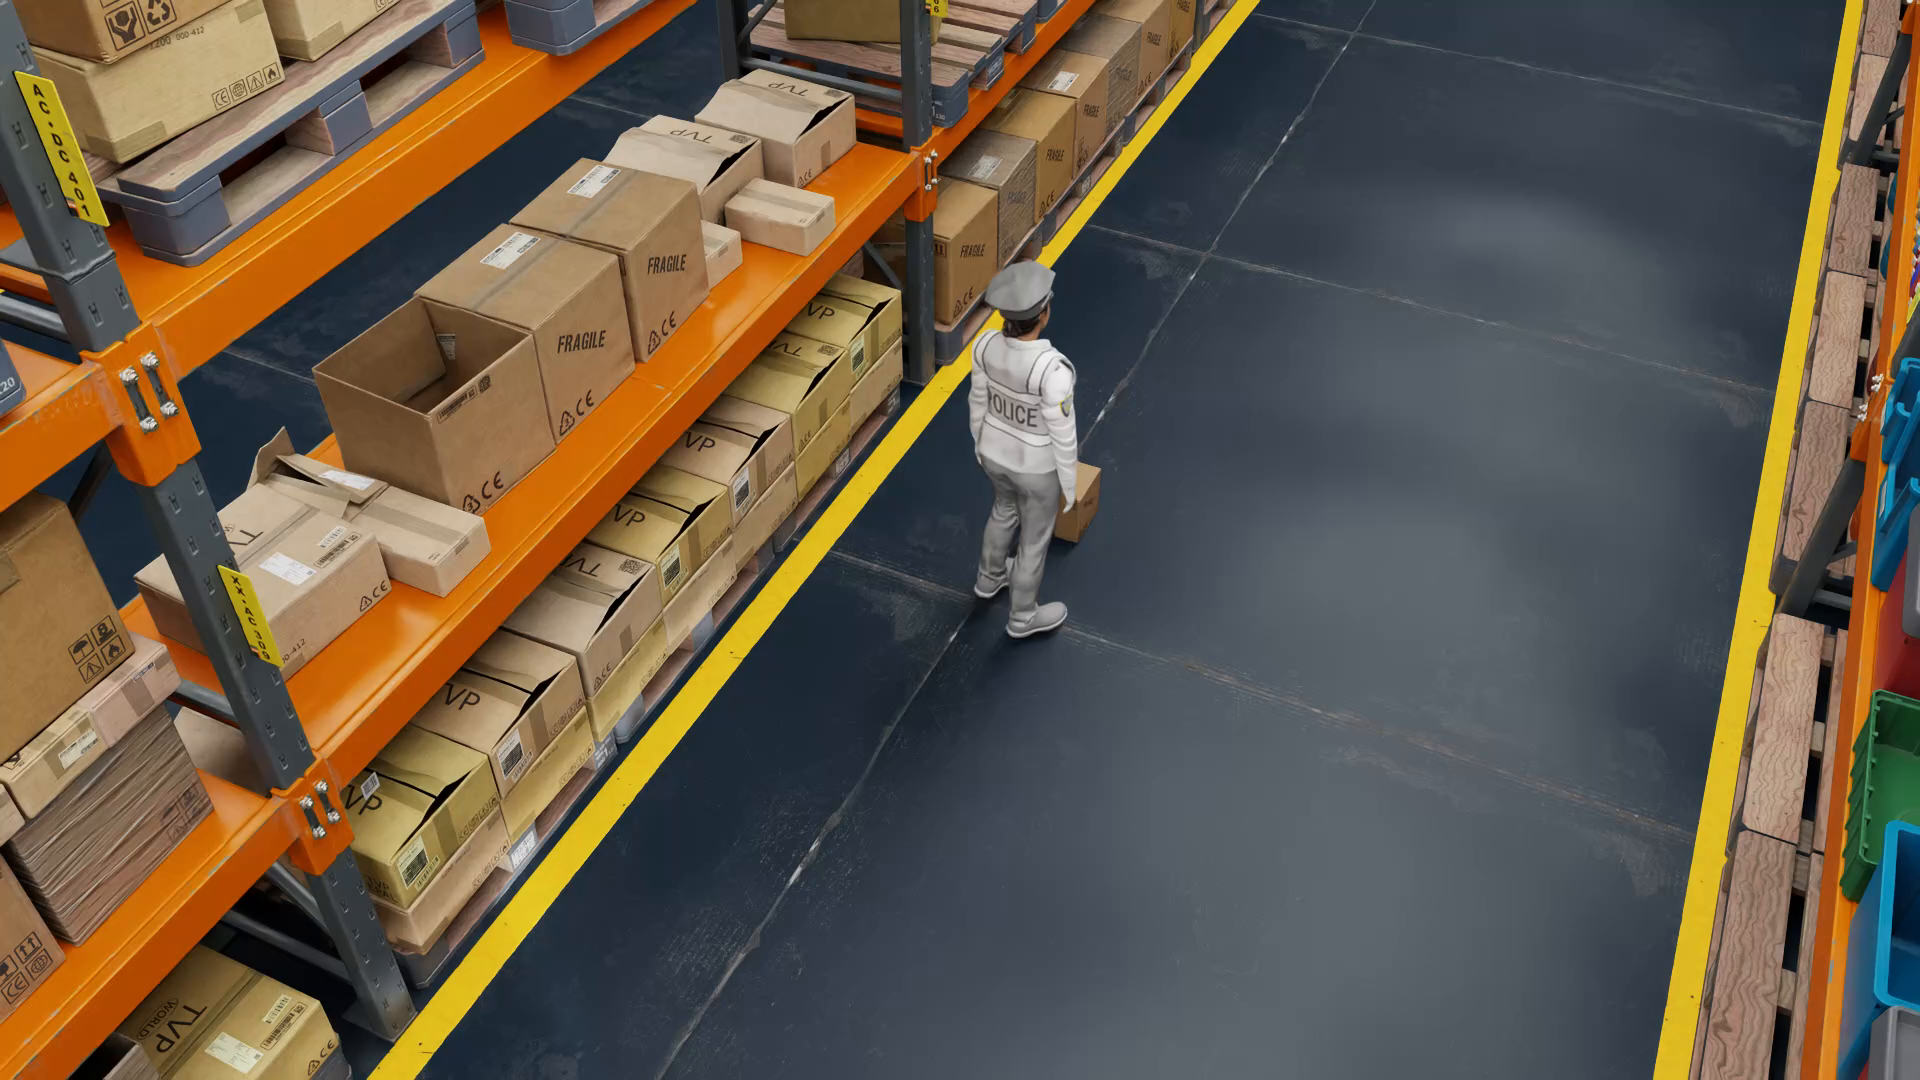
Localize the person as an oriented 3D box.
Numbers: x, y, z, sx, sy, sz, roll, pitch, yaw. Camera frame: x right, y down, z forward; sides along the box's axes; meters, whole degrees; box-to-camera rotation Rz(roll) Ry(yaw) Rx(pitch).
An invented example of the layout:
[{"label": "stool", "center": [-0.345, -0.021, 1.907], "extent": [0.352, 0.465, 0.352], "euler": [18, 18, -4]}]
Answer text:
[{"label": "person", "center": [0.271, -0.327, 6.489], "extent": [0.500, 1.672, 0.359], "euler": [29, 50, 28]}]
